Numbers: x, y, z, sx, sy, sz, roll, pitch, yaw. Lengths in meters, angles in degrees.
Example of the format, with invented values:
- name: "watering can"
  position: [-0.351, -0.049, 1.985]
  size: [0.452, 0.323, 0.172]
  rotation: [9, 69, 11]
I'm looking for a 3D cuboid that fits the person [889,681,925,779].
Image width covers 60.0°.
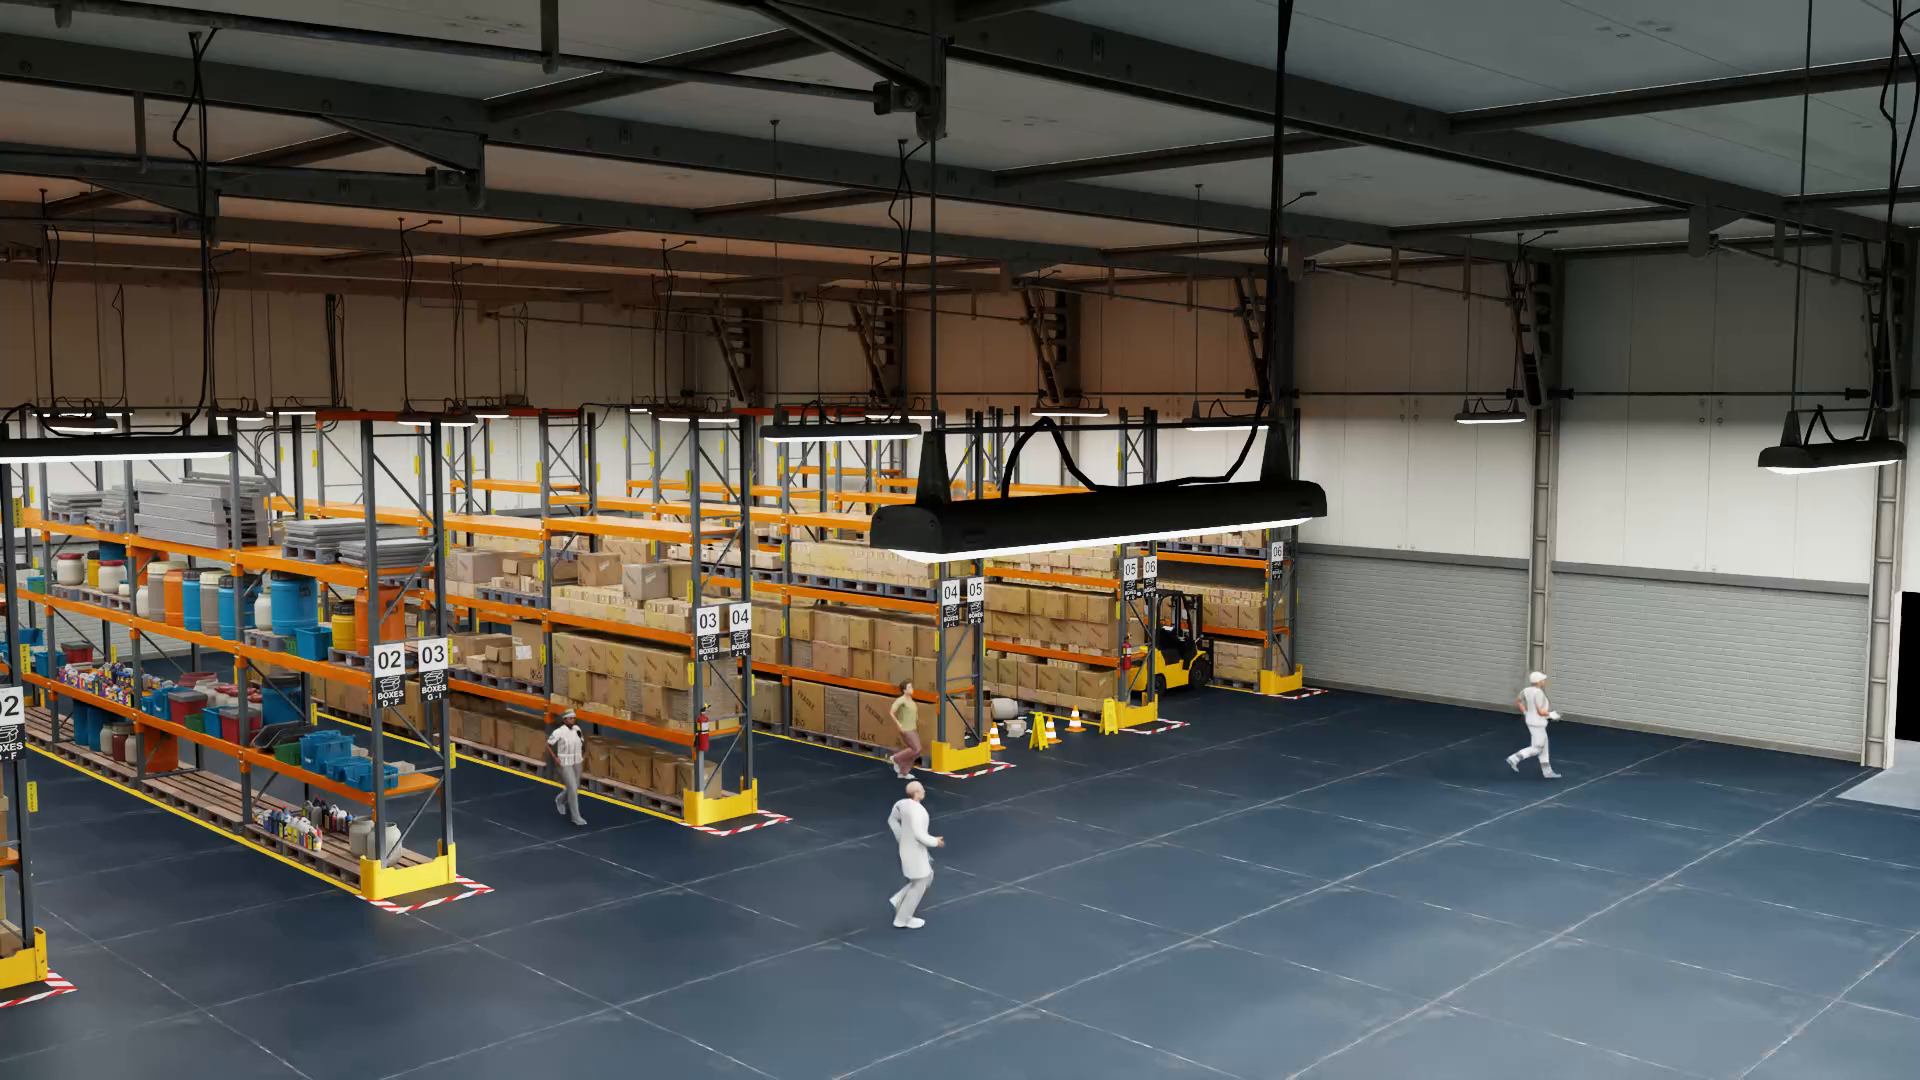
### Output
- name: "person"
  position: [-0.853, 3.111, 27.237]
  size: [0.544, 1.626, 0.579]
  rotation: [2, 6, 23]

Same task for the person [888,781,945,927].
- name: "person"
  position: [-0.506, 3.715, 19.704]
  size: [0.618, 1.744, 0.716]
  rotation: [-2, 5, -18]

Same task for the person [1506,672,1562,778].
- name: "person"
  position: [9.404, 3.035, 27.207]
  size: [0.959, 1.774, 0.653]
  rotation: [0, 5, -1]

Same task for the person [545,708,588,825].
- name: "person"
  position: [-5.774, 3.312, 24.519]
  size: [0.785, 1.694, 0.587]
  rotation: [4, 6, 39]
